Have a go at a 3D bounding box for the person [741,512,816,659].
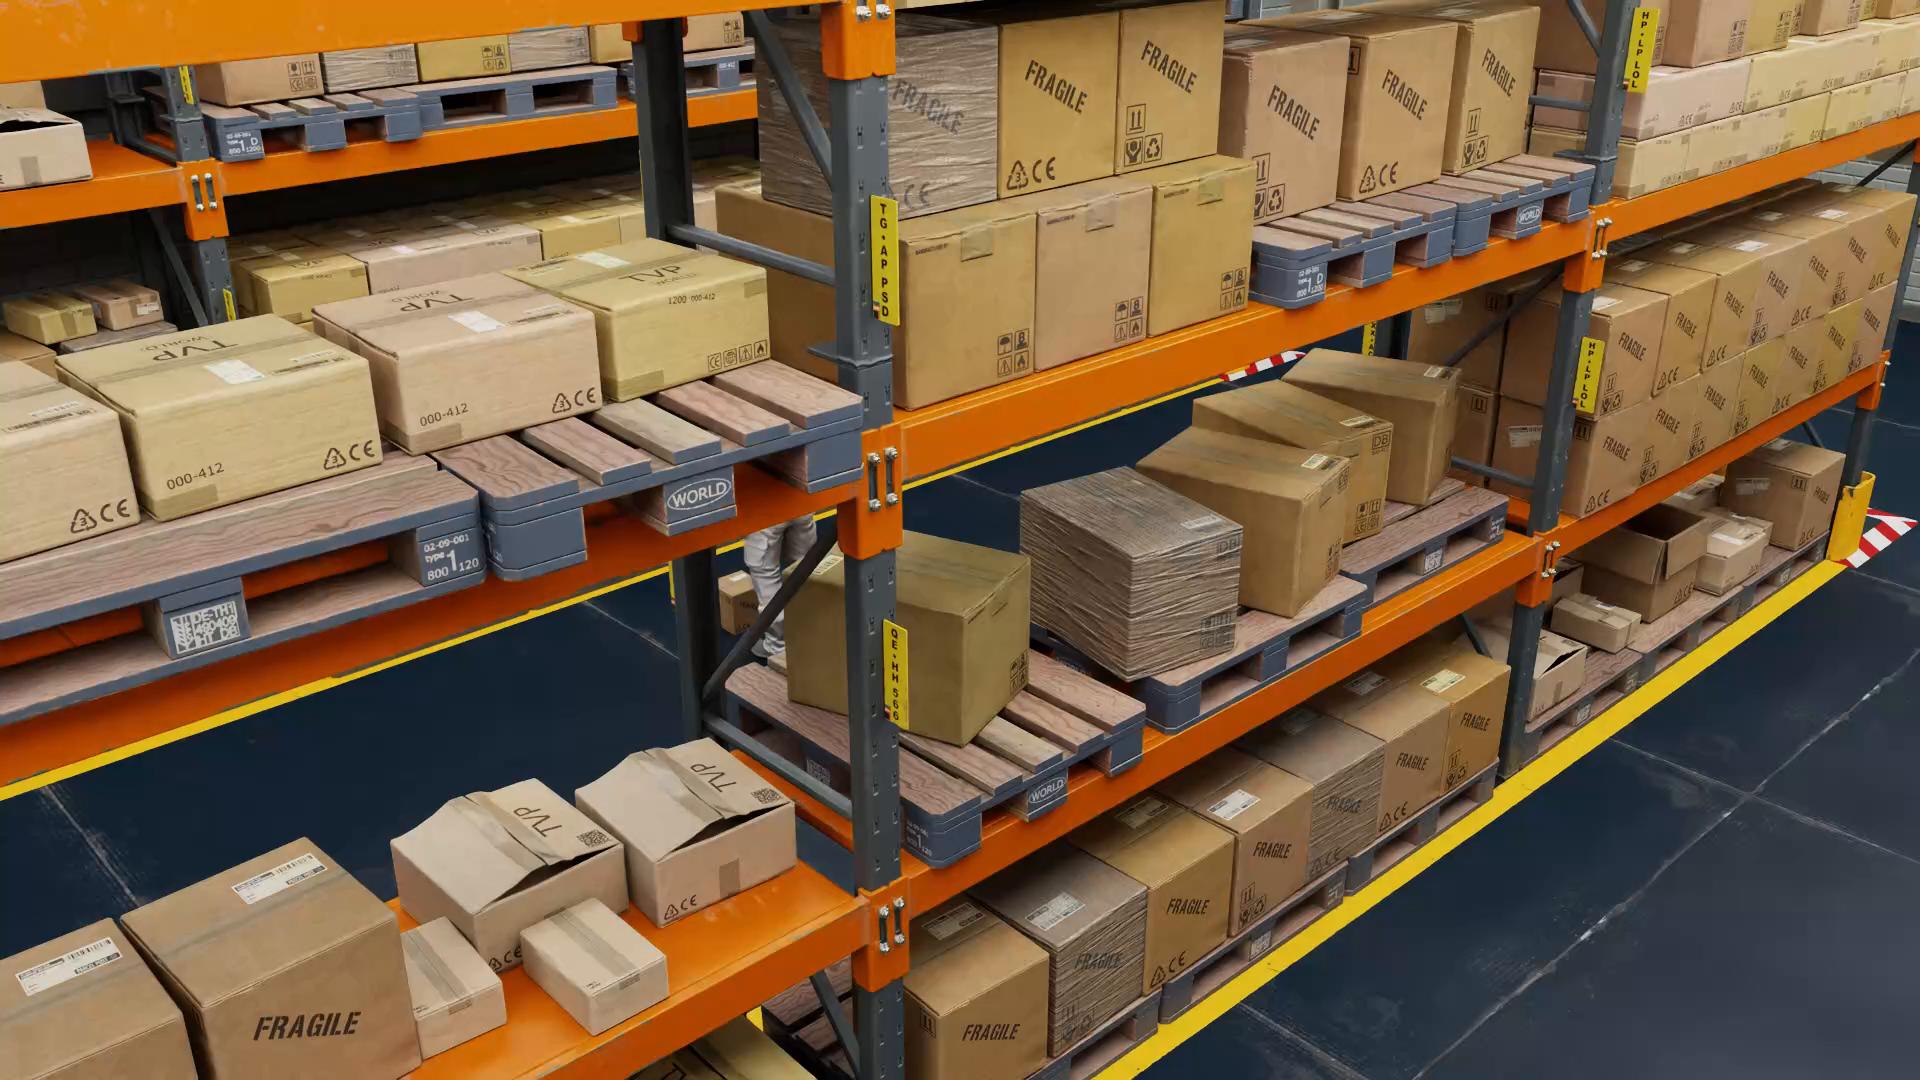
[{"bbox_3d":[-0.980,-0.182,8.994,0.527,1.782,0.345,-20,31,-38],"label":"person"}]
